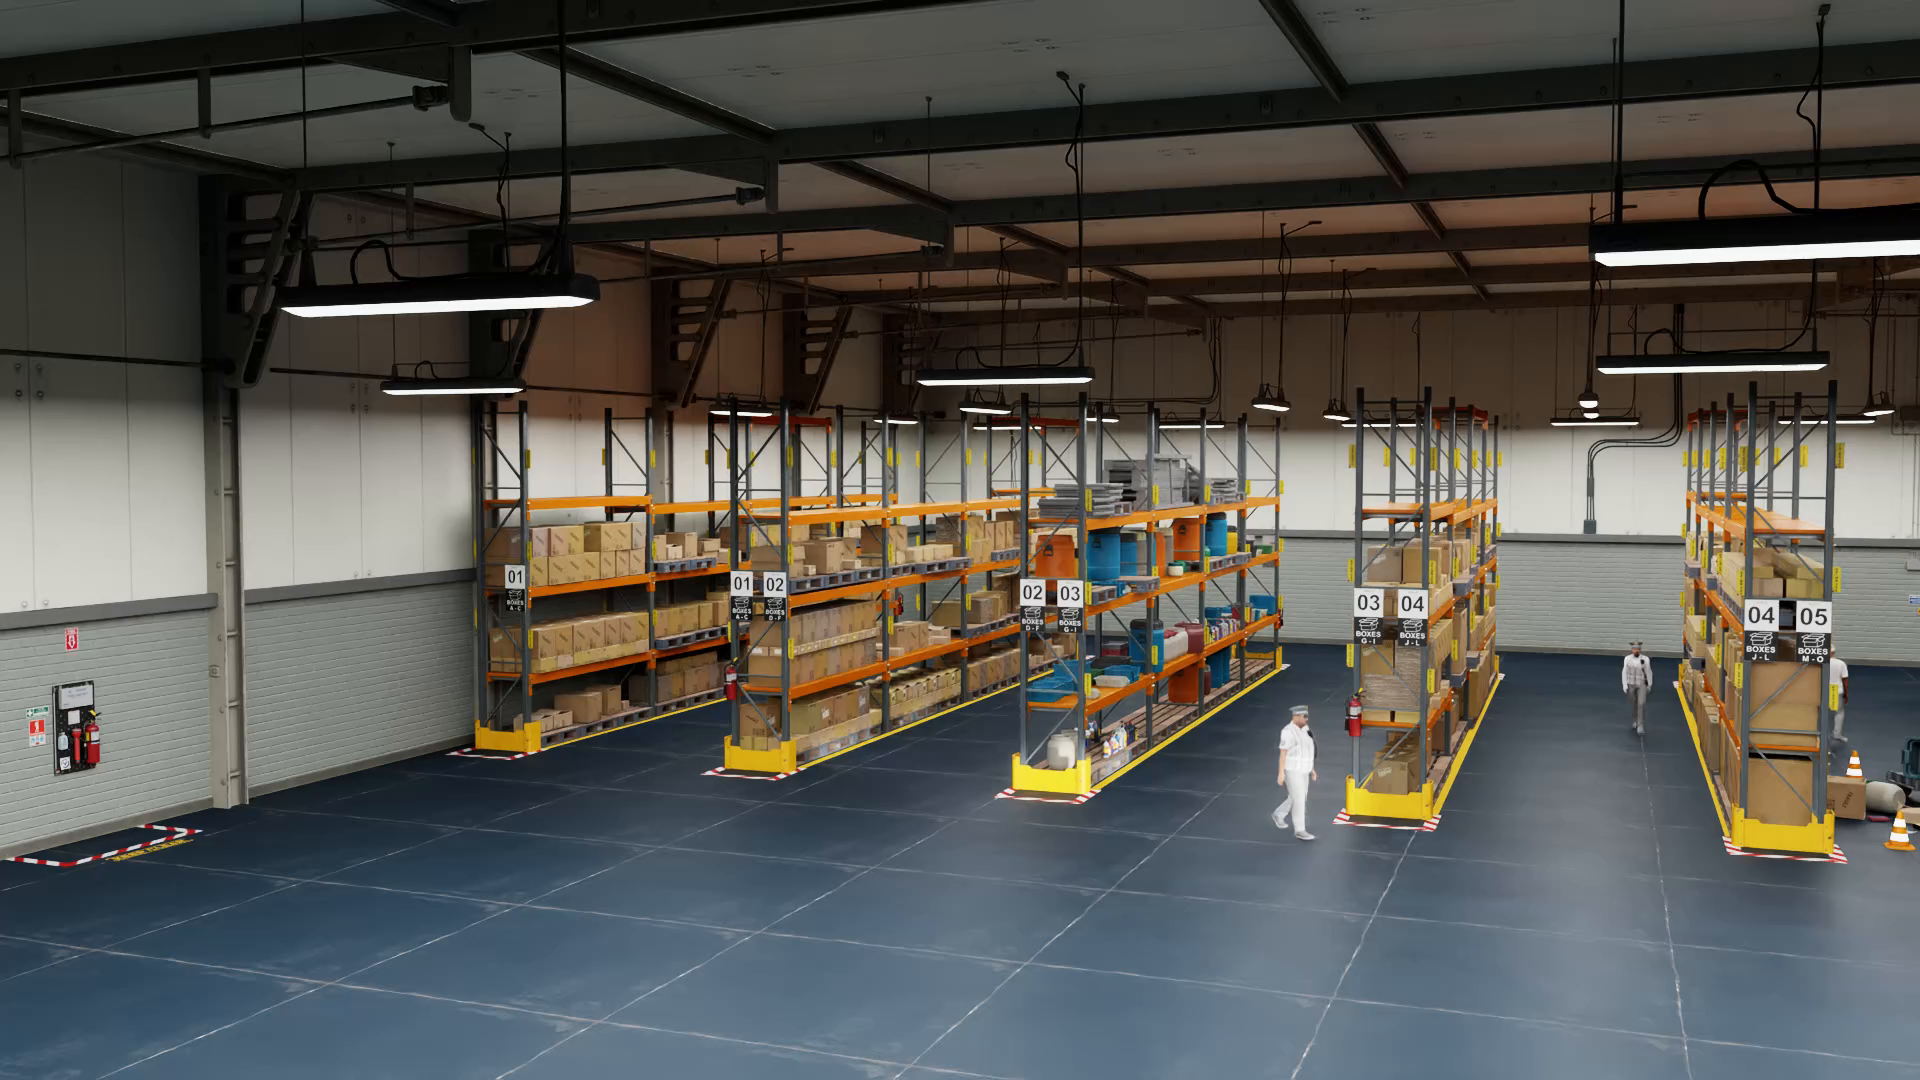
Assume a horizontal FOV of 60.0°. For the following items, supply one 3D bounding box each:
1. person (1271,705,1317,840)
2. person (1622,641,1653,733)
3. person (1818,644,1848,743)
[{"bbox_3d":[4.465,3.053,22.138,0.809,1.729,0.555,3,4,43],"label":"person"},{"bbox_3d":[12.414,2.672,30.538,0.502,1.637,0.880,2,3,35],"label":"person"},{"bbox_3d":[15.310,2.702,29.273,0.594,1.765,0.548,1,3,20],"label":"person"}]
